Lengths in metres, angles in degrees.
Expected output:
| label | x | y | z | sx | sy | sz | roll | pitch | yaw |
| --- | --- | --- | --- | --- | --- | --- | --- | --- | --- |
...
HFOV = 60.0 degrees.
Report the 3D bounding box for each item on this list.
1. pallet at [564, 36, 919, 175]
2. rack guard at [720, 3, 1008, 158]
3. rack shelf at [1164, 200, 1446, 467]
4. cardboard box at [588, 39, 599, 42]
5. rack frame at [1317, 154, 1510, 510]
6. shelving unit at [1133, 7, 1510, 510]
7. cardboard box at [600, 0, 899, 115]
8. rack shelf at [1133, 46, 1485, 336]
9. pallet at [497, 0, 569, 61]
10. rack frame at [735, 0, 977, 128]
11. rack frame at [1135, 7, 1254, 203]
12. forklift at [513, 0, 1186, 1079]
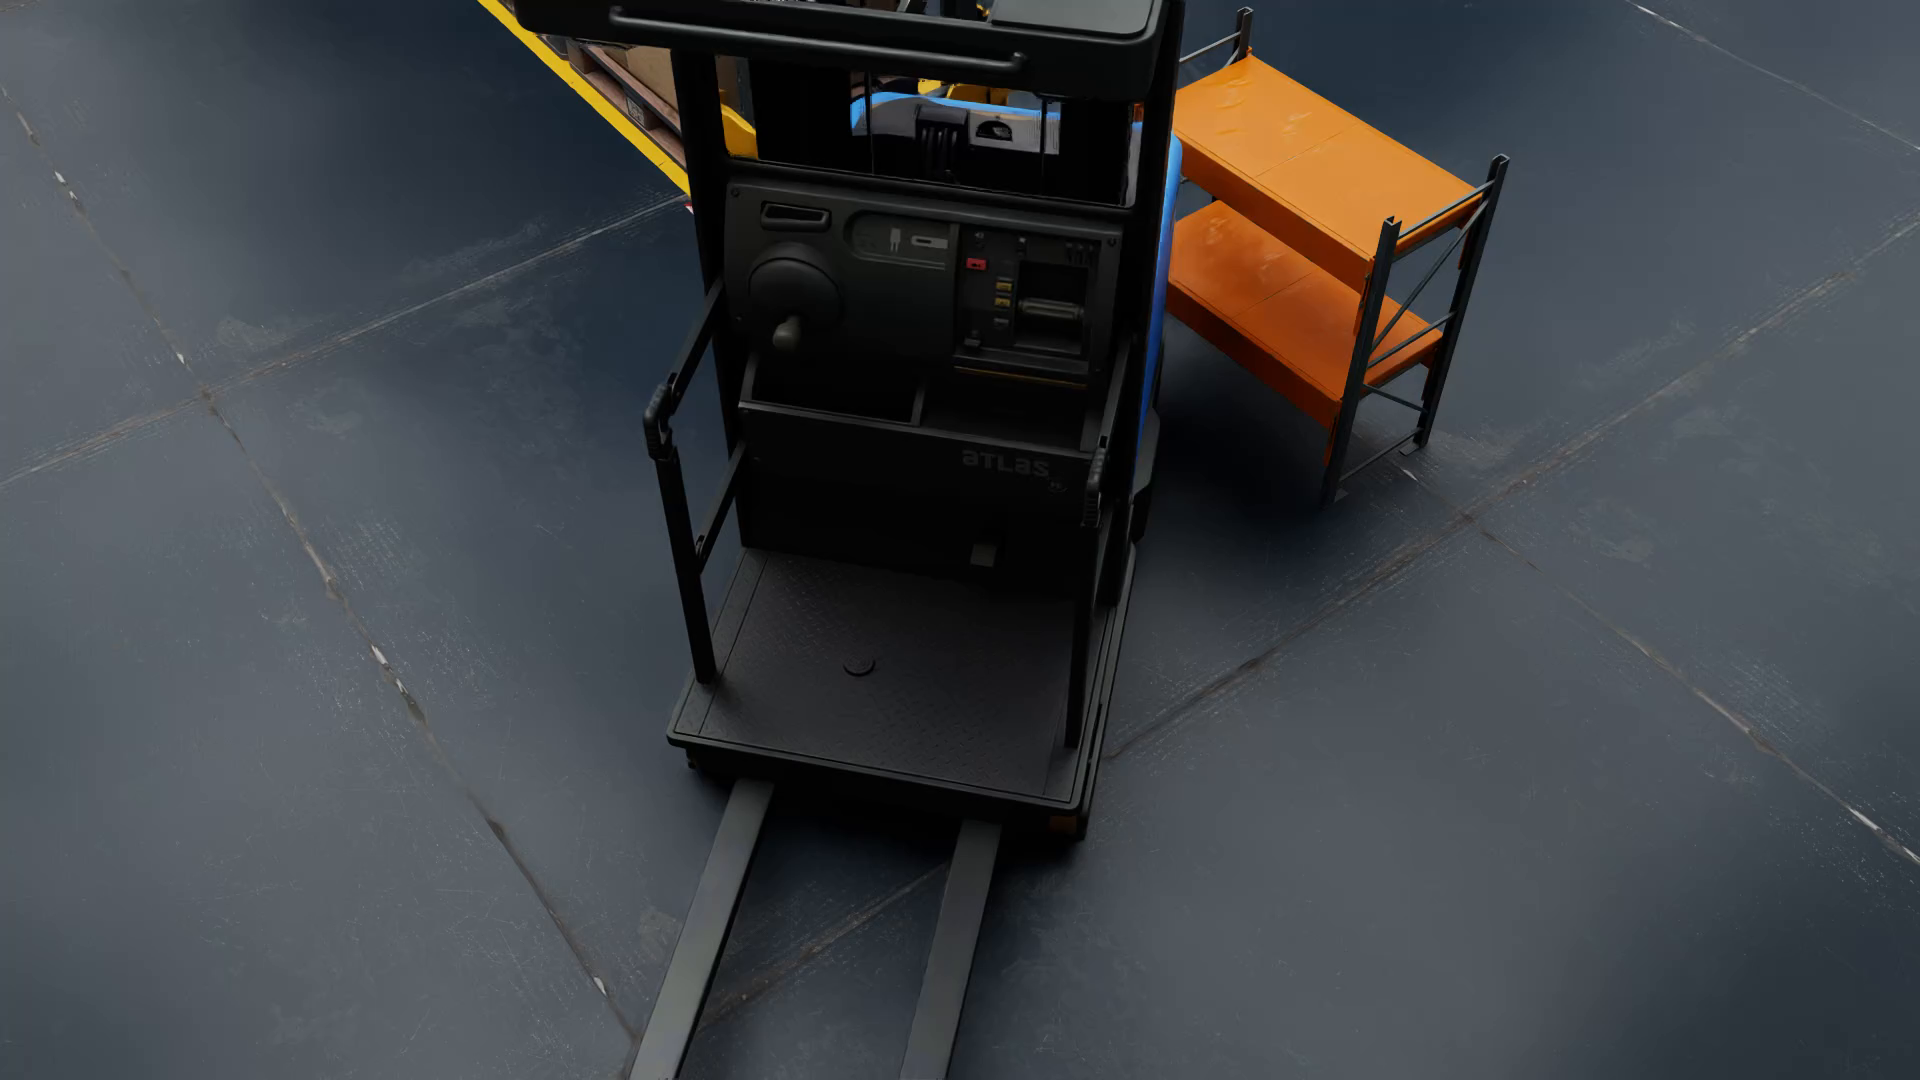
| label | x | y | z | sx | sy | sz | roll | pitch | yaw |
| --- | --- | --- | --- | --- | --- | --- | --- | --- | --- |
| pallet | -0.914 | -1.965 | 6.889 | 1.003 | 0.211 | 1.213 | -29 | 54 | -24 |
| rack guard | -0.353 | -1.612 | 6.374 | 1.175 | 0.500 | 0.348 | -29 | 54 | -24 |
| rack shelf | 1.039 | -0.728 | 5.481 | 0.538 | 0.278 | 1.000 | -31 | 55 | -25 |
| cardboard box | -1.407 | -2.626 | 7.052 | 0.875 | 0.438 | 0.875 | -28 | 54 | -23 |
| rack frame | 1.355 | -0.598 | 5.033 | 0.500 | 1.125 | 0.032 | -31 | 55 | -25 |
| shelving unit | 1.039 | -0.892 | 5.300 | 0.538 | 1.125 | 1.048 | -31 | 55 | -25 |
| cardboard box | -0.847 | -2.090 | 6.566 | 0.875 | 0.438 | 0.875 | -31 | 55 | -25 |
| rack shelf | 1.039 | -1.089 | 5.083 | 0.538 | 0.278 | 1.000 | -31 | 55 | -25 |
| pallet | -1.648 | -2.684 | 7.541 | 1.003 | 0.211 | 1.213 | -29 | 54 | -24 |
| rack frame | -0.367 | -2.465 | 5.460 | 1.000 | 3.000 | 0.127 | -29 | 54 | -24 |
| rack frame | 0.722 | -1.187 | 5.567 | 0.500 | 1.125 | 0.032 | -31 | 55 | -25 |
| forklift | -0.138 | -0.496 | 3.721 | 1.130 | 2.935 | 3.031 | 9 | 48 | 8 |
